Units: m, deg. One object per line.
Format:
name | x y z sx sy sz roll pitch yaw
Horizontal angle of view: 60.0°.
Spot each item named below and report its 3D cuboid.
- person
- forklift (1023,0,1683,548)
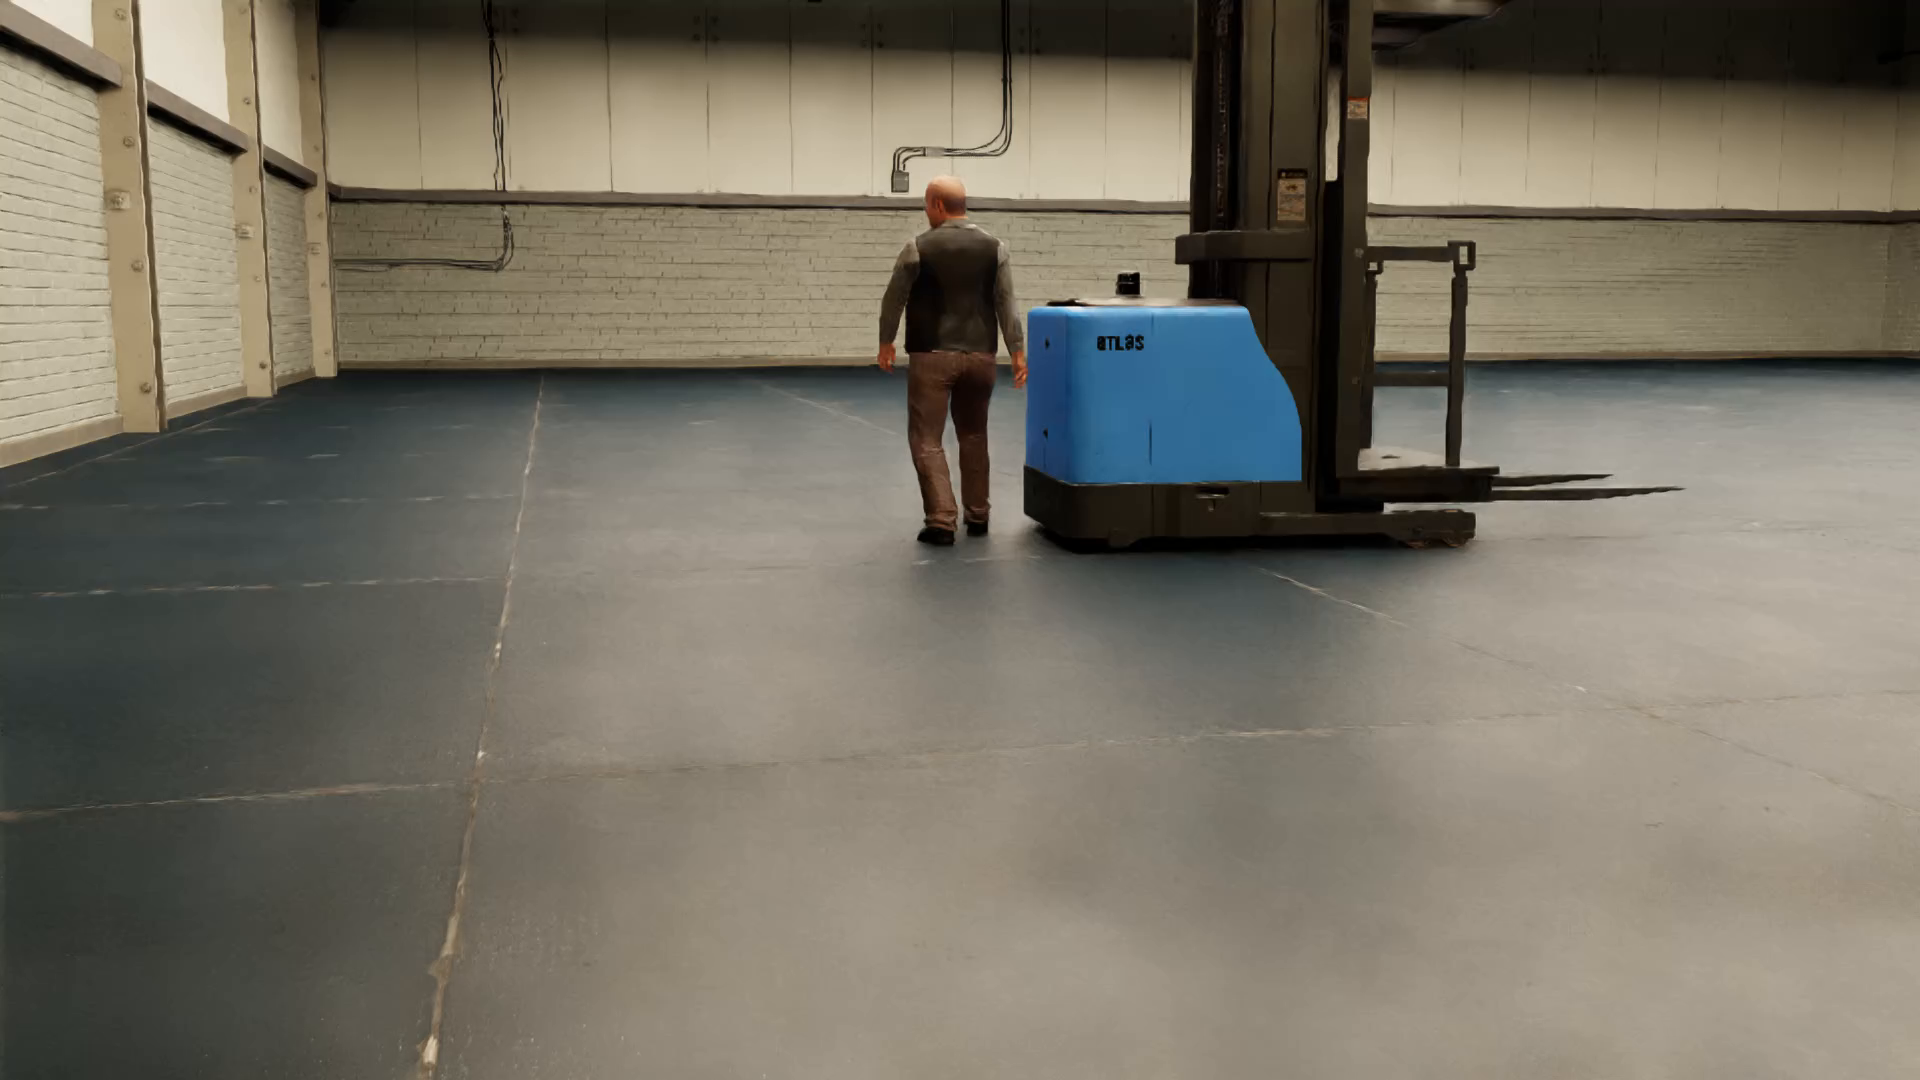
person | -0.023 -0.842 7.748 0.651 1.676 0.642 -3 9 -23
forklift | 1.874 -1.489 7.768 3.031 2.935 1.130 -1 8 -9
